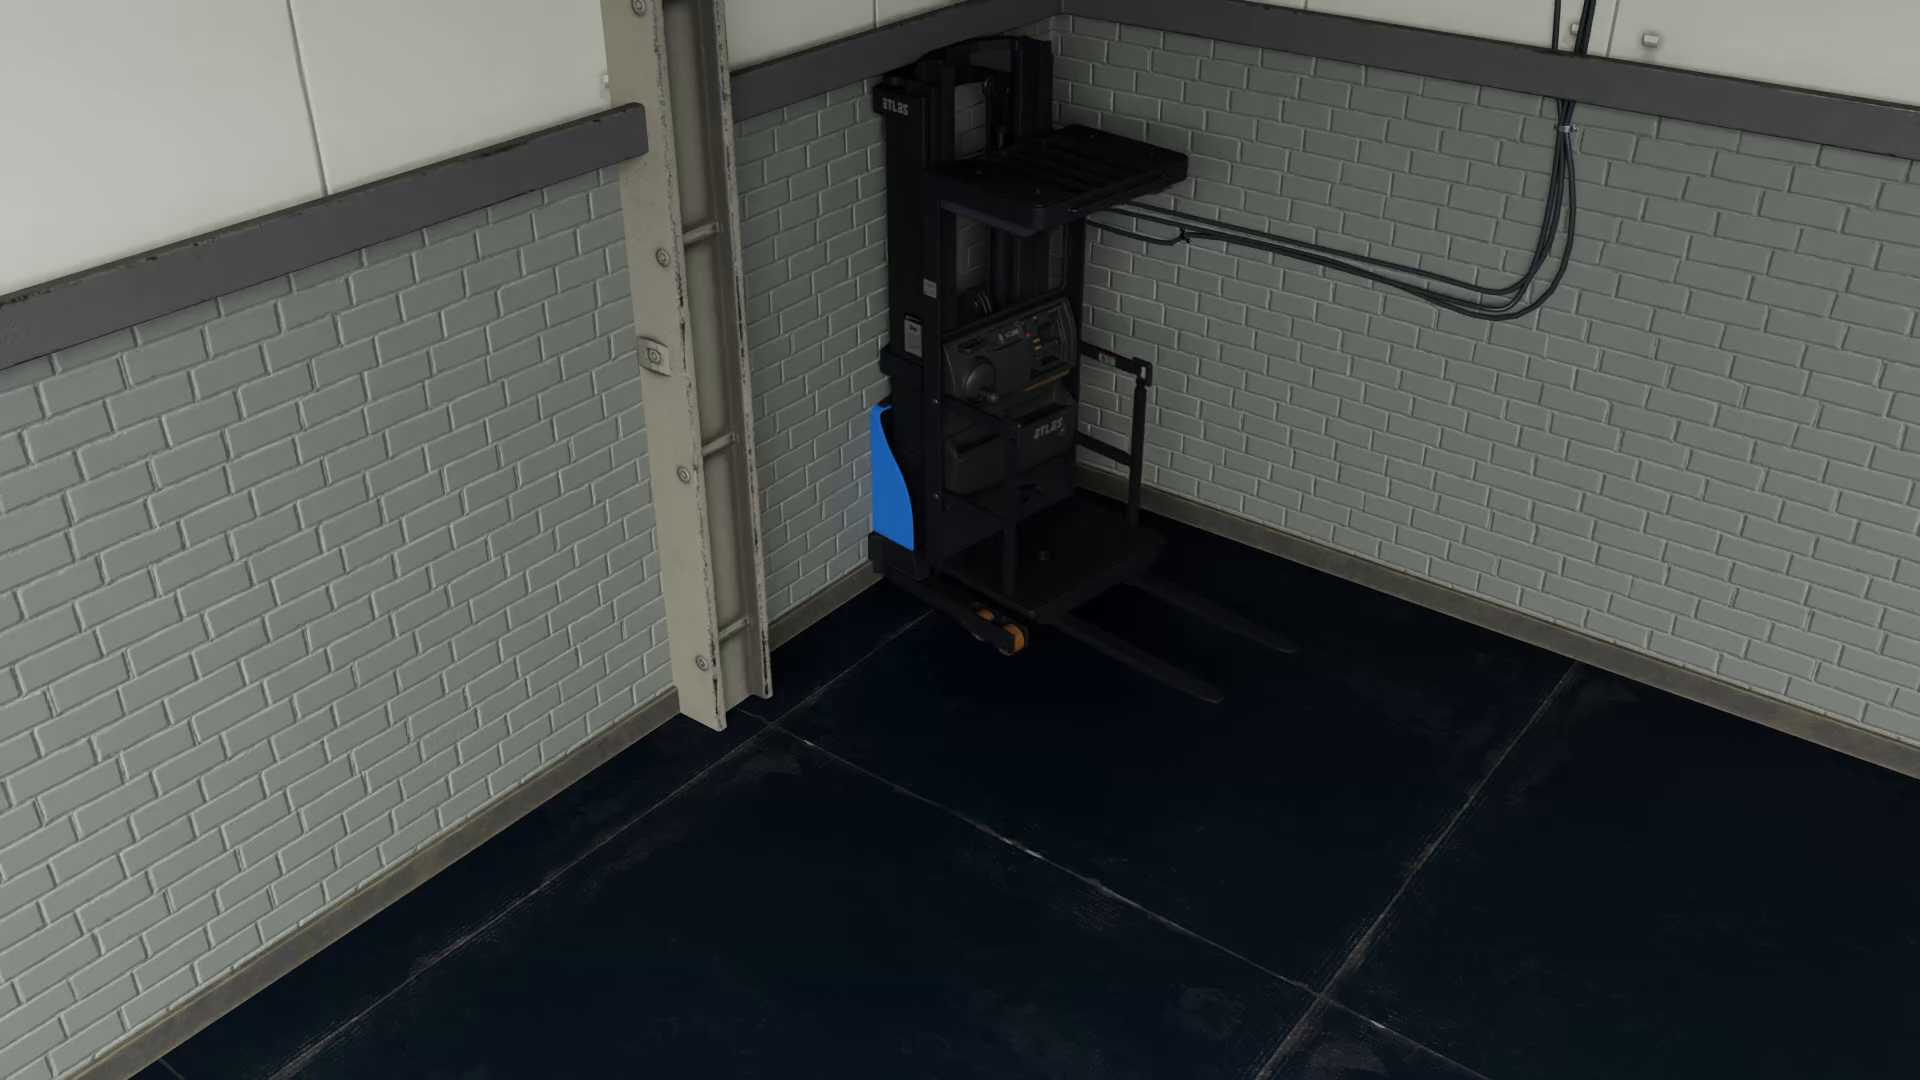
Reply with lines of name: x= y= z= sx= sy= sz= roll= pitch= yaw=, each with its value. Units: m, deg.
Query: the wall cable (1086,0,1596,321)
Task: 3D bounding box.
wall cable: x=1.642 y=-2.506 z=8.256 sx=3.097 sy=2.526 sz=0.112 roll=21 pitch=37 yaw=31

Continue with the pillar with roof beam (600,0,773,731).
pillar with roof beam: x=2.242 y=-1.727 z=3.895 sx=9.100 sy=9.000 sz=0.400 roll=21 pitch=37 yaw=31

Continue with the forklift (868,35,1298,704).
forklift: x=0.419 y=-0.950 z=8.535 sx=1.130 sy=2.935 sz=3.031 roll=-27 pitch=40 yaw=-37
